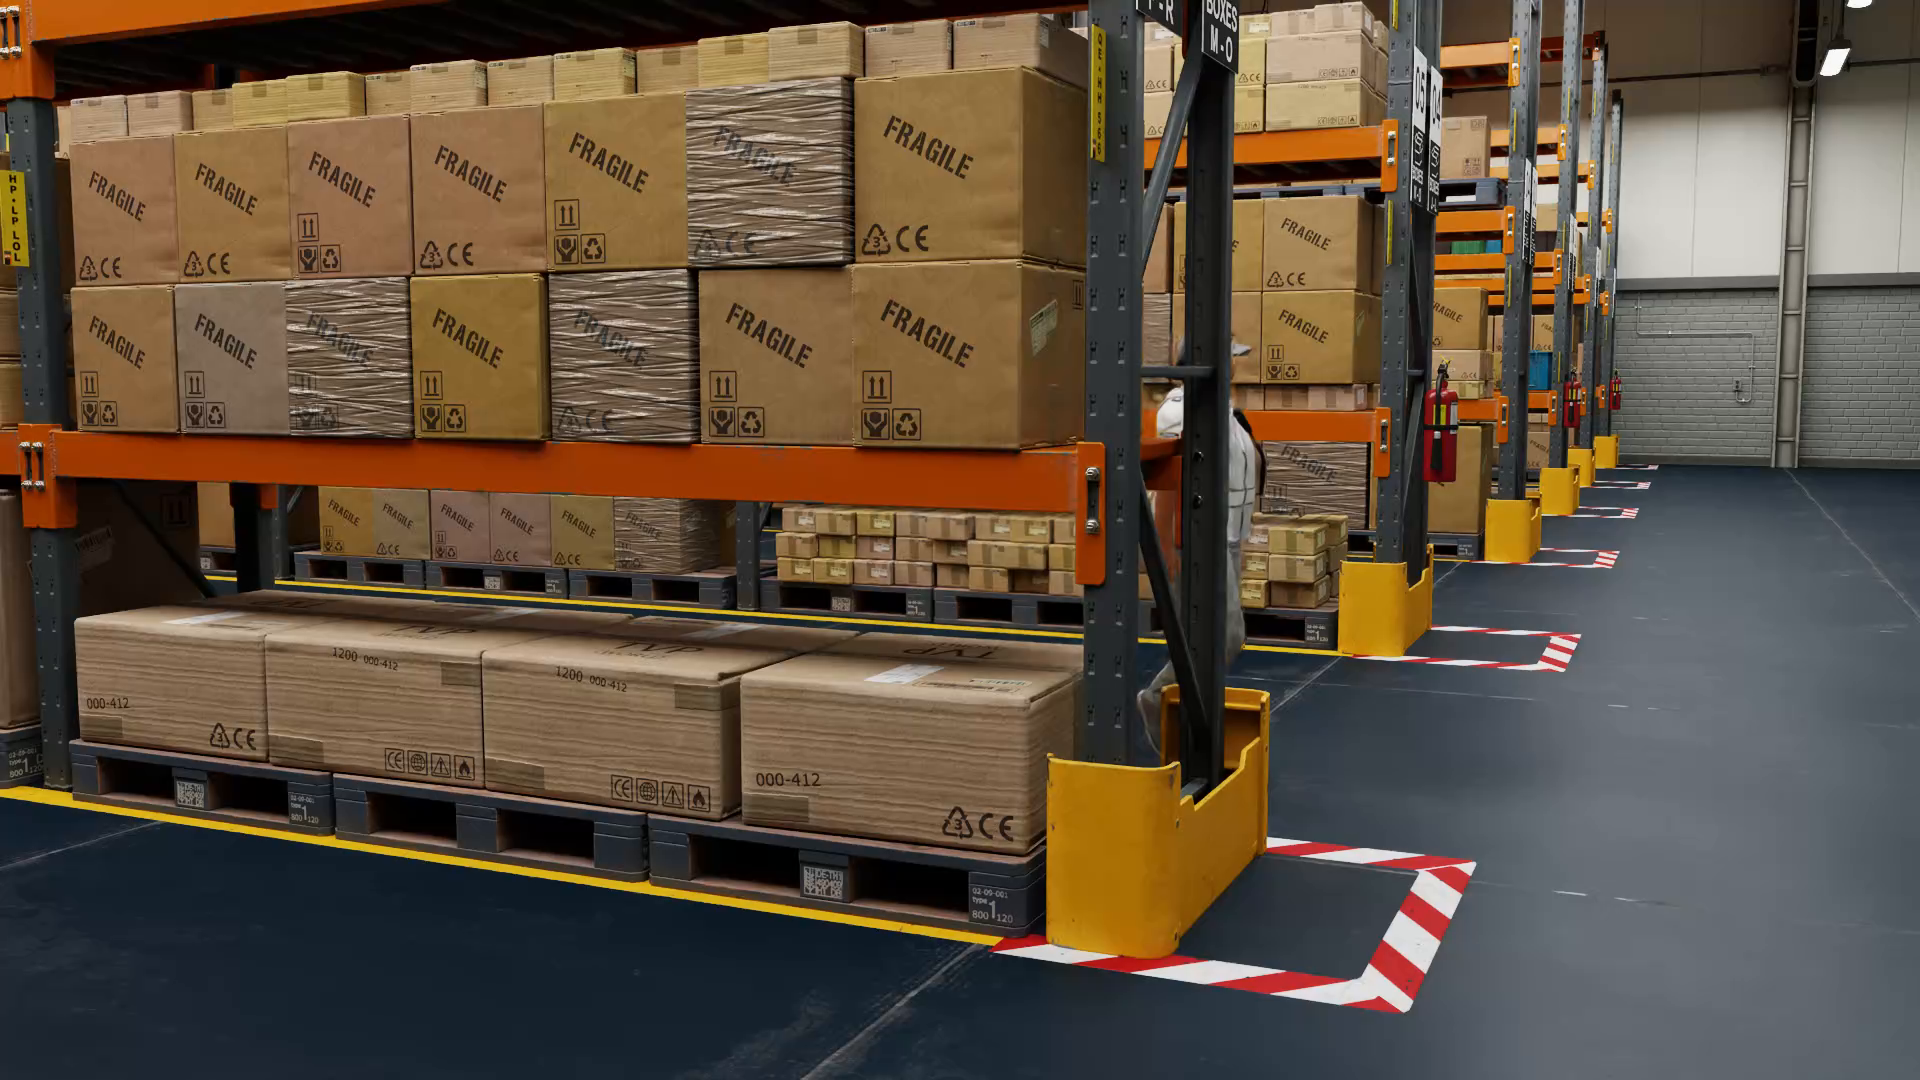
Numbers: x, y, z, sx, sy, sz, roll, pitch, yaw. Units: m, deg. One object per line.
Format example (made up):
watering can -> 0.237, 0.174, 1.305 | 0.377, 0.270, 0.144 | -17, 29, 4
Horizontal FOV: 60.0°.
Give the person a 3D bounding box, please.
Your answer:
person -> 0.936, 0.020, 6.356 | 0.453, 1.665, 0.535 | 4, 7, 33
